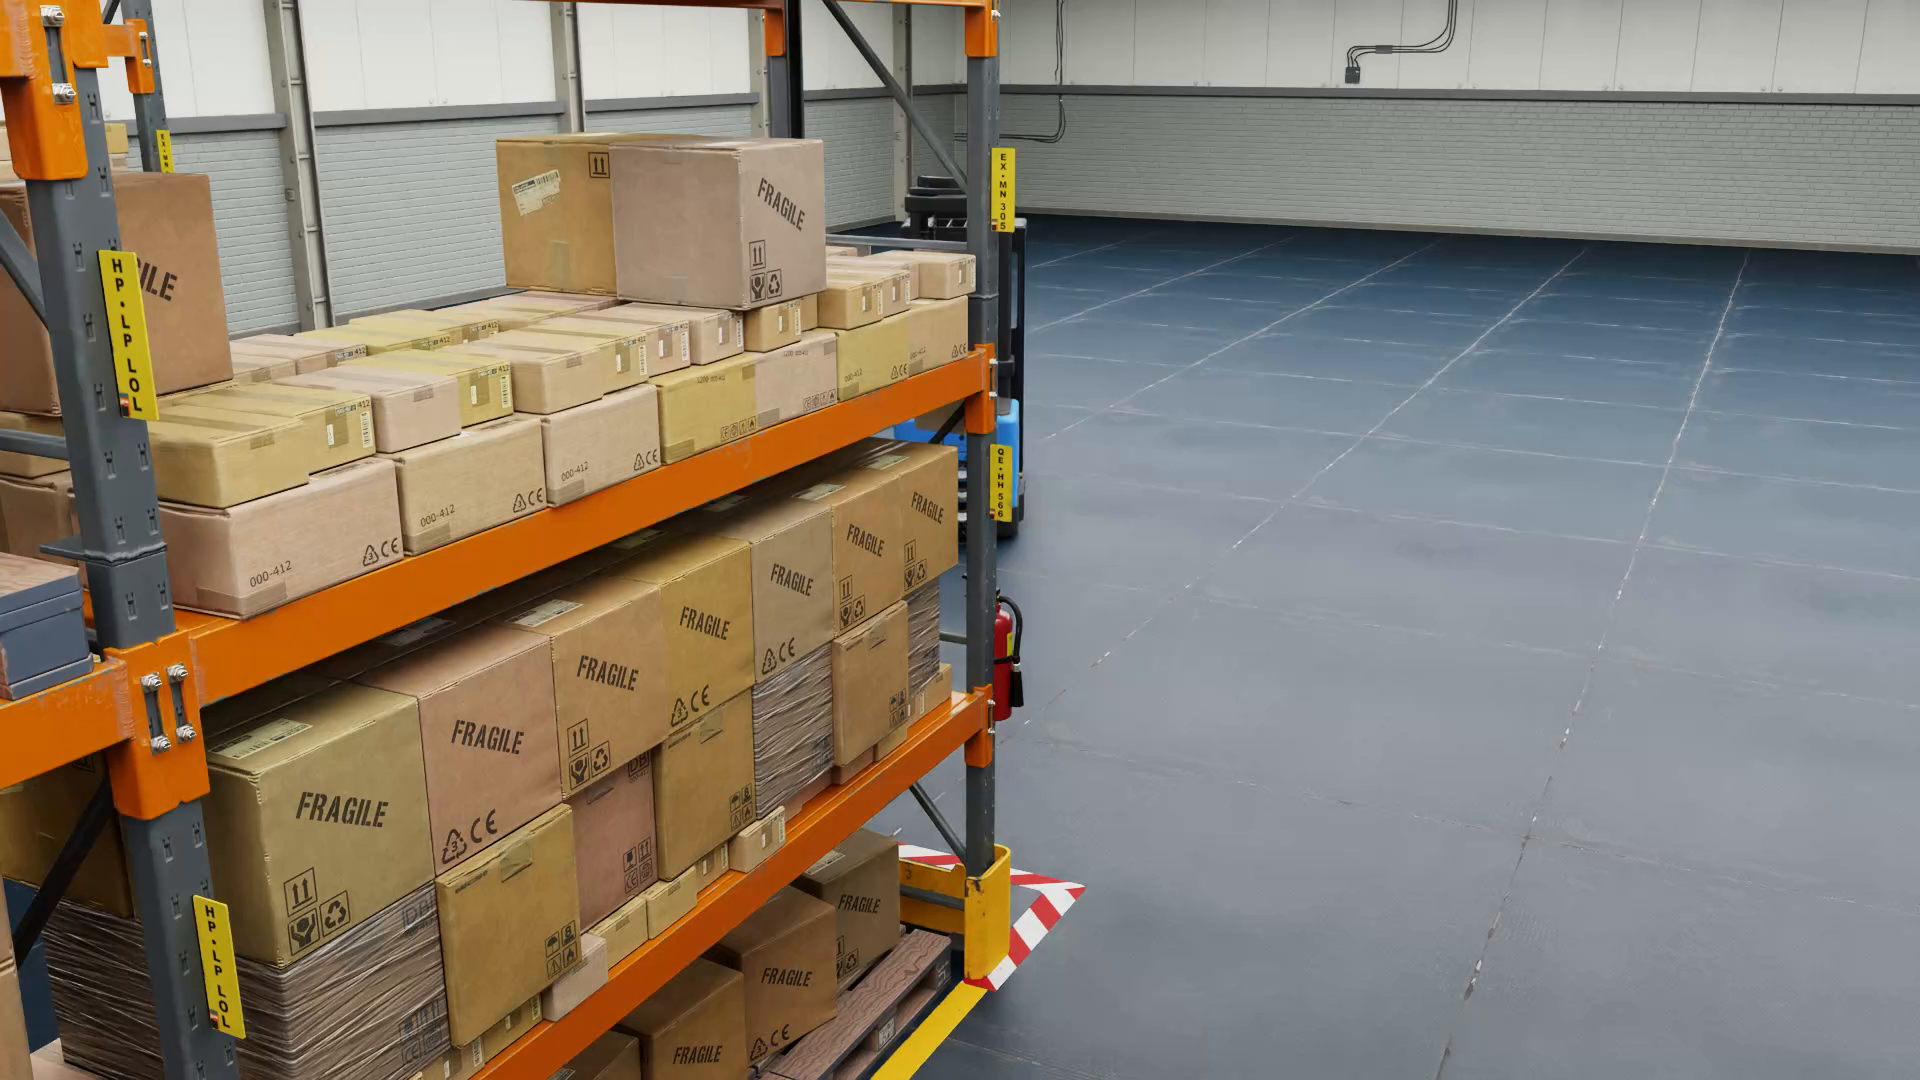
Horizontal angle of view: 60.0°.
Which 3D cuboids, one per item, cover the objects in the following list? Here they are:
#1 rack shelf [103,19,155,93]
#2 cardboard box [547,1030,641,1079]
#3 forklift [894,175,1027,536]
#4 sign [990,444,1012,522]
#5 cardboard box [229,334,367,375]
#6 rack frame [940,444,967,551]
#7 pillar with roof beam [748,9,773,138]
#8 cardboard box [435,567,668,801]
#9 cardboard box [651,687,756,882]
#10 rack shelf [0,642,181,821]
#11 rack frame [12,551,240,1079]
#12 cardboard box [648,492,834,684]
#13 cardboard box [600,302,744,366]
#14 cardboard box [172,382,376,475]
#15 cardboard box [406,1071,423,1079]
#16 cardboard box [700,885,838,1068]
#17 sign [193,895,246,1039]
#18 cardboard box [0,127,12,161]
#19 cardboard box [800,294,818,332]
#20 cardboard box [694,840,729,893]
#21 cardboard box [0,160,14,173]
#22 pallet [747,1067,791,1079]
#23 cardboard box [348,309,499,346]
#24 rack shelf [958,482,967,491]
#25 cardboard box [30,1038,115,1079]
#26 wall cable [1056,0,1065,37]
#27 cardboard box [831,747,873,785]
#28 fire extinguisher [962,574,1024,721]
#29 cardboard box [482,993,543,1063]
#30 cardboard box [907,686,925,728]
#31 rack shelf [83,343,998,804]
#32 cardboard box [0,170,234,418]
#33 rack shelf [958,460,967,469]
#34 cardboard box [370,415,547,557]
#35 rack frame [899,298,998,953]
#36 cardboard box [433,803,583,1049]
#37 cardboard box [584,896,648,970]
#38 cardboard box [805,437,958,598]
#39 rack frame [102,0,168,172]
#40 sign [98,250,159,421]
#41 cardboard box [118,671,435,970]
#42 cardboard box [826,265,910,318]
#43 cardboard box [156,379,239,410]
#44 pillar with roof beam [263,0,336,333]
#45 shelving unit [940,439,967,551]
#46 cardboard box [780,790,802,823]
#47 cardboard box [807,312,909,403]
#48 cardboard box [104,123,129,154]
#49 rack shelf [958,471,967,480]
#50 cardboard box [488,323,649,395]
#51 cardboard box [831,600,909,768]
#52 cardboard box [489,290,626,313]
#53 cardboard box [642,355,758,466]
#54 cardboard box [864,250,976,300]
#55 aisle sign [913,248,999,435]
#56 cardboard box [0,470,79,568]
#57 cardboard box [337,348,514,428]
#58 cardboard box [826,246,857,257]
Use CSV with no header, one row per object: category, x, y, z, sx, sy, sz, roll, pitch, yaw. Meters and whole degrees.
rack shelf,-5.601,-2.094,7.234,1.077,0.370,4.000,8,18,25
cardboard box,-1.432,1.997,5.685,0.500,0.500,0.500,6,18,20
forklift,0.039,-1.805,14.954,1.130,2.935,3.031,1,17,3
sign,0.172,-0.238,6.968,0.100,0.325,0.005,8,18,25
cardboard box,-1.880,-0.470,4.633,0.380,0.149,0.250,7,18,24
rack frame,-0.045,-0.341,13.592,0.240,0.900,0.006,1,17,3
pillar with roof beam,-0.165,-9.877,31.474,9.100,9.000,0.400,8,18,25
cardboard box,-1.228,0.405,4.939,0.500,0.500,0.500,8,18,25
cardboard box,-1.198,0.729,5.602,0.875,0.500,0.500,8,18,25
rack shelf,-2.997,0.828,1.963,1.077,0.370,4.000,8,18,25
rack frame,-2.103,1.412,4.003,1.000,3.000,0.127,8,18,25
cardboard box,-0.784,0.150,5.798,0.500,0.500,0.500,8,18,25
cardboard box,-0.912,-0.659,5.271,0.380,0.149,0.250,7,18,23
cardboard box,-1.624,-0.265,3.944,0.380,0.149,0.250,7,18,23
cardboard box,-1.614,1.454,4.303,0.380,0.149,0.250,8,18,25
cardboard box,-0.846,1.703,6.674,0.500,0.500,0.500,14,22,40
sign,-1.605,0.926,3.603,0.100,0.325,0.005,8,18,25
cardboard box,-4.782,-1.955,8.198,0.380,0.149,0.250,8,19,26
cardboard box,-0.719,-0.805,5.760,0.380,0.149,0.250,8,18,26
cardboard box,-1.008,1.063,5.620,0.380,0.149,0.250,8,18,25
cardboard box,-4.901,-1.734,8.154,0.500,0.250,0.500,8,18,25
pallet,-1.291,2.261,6.041,1.003,0.211,1.213,8,18,25
cardboard box,-1.632,-0.601,5.075,0.380,0.149,0.250,9,19,28
rack shelf,-0.039,-0.424,13.673,0.258,0.077,0.200,1,17,3
cardboard box,-2.270,1.440,4.349,0.380,0.149,0.250,8,18,25
wall cable,3.584,-13.124,38.988,3.097,2.526,0.112,8,18,25
cardboard box,-0.562,0.808,6.478,0.380,0.149,0.250,8,18,25
fire extinguisher,0.148,0.460,7.345,0.296,0.674,0.183,8,18,25
cardboard box,-1.424,1.322,4.748,0.380,0.149,0.250,8,18,25
cardboard box,-0.371,0.676,6.922,0.380,0.149,0.250,8,18,25
rack shelf,-1.209,-0.191,5.393,1.077,0.370,4.000,8,18,25
cardboard box,-2.130,-0.603,3.943,0.500,0.500,0.500,8,18,24
rack shelf,-0.039,-0.597,13.622,0.258,0.077,0.200,1,17,3
cardboard box,-1.441,-0.172,4.329,0.500,0.250,0.500,8,18,25
rack frame,-0.316,0.393,7.433,1.000,3.000,0.127,8,18,25
cardboard box,-1.592,0.992,4.719,0.875,0.500,0.500,8,18,25
cardboard box,-1.201,1.194,5.177,0.380,0.149,0.250,8,18,25
cardboard box,-0.340,-0.105,6.657,0.500,0.500,0.500,8,18,25
rack frame,-4.708,-3.140,8.790,1.000,3.000,0.127,8,18,25
sign,-1.605,-0.393,3.211,0.100,0.325,0.005,8,18,25
cardboard box,-1.674,0.660,4.081,0.500,0.500,0.500,8,18,25
cardboard box,-0.406,-0.919,6.144,0.380,0.149,0.250,7,18,23
cardboard box,-2.015,-0.321,4.133,0.380,0.149,0.250,8,18,26
pillar with roof beam,-5.528,-6.820,21.183,9.100,9.000,0.400,8,18,25
shelving unit,-0.039,-0.370,13.689,0.258,0.900,0.210,1,17,3
cardboard box,-0.802,0.933,6.057,0.380,0.149,0.250,8,18,25
cardboard box,-0.524,-0.690,6.076,0.500,0.250,0.500,8,18,26
cardboard box,-4.555,-2.084,8.631,0.380,0.149,0.250,8,18,26
rack shelf,-0.039,-0.510,13.647,0.258,0.077,0.200,1,17,3
cardboard box,-1.133,-0.526,4.821,0.380,0.149,0.250,8,18,24
cardboard box,-0.702,0.482,6.436,0.875,0.500,0.500,8,18,25
cardboard box,-1.327,-0.727,5.499,0.380,0.149,0.250,8,18,25
cardboard box,-0.981,-0.432,5.206,0.500,0.250,0.500,8,18,24
cardboard box,-0.160,-1.054,6.599,0.380,0.149,0.250,8,18,25
aisle sign,-0.020,-0.831,6.988,0.394,0.787,0.004,8,18,25
cardboard box,-2.133,-0.104,4.100,0.500,0.250,0.500,9,19,27
cardboard box,-1.413,-0.400,4.397,0.380,0.149,0.250,9,19,27
cardboard box,-0.646,-1.123,6.833,0.380,0.149,0.250,8,18,25
